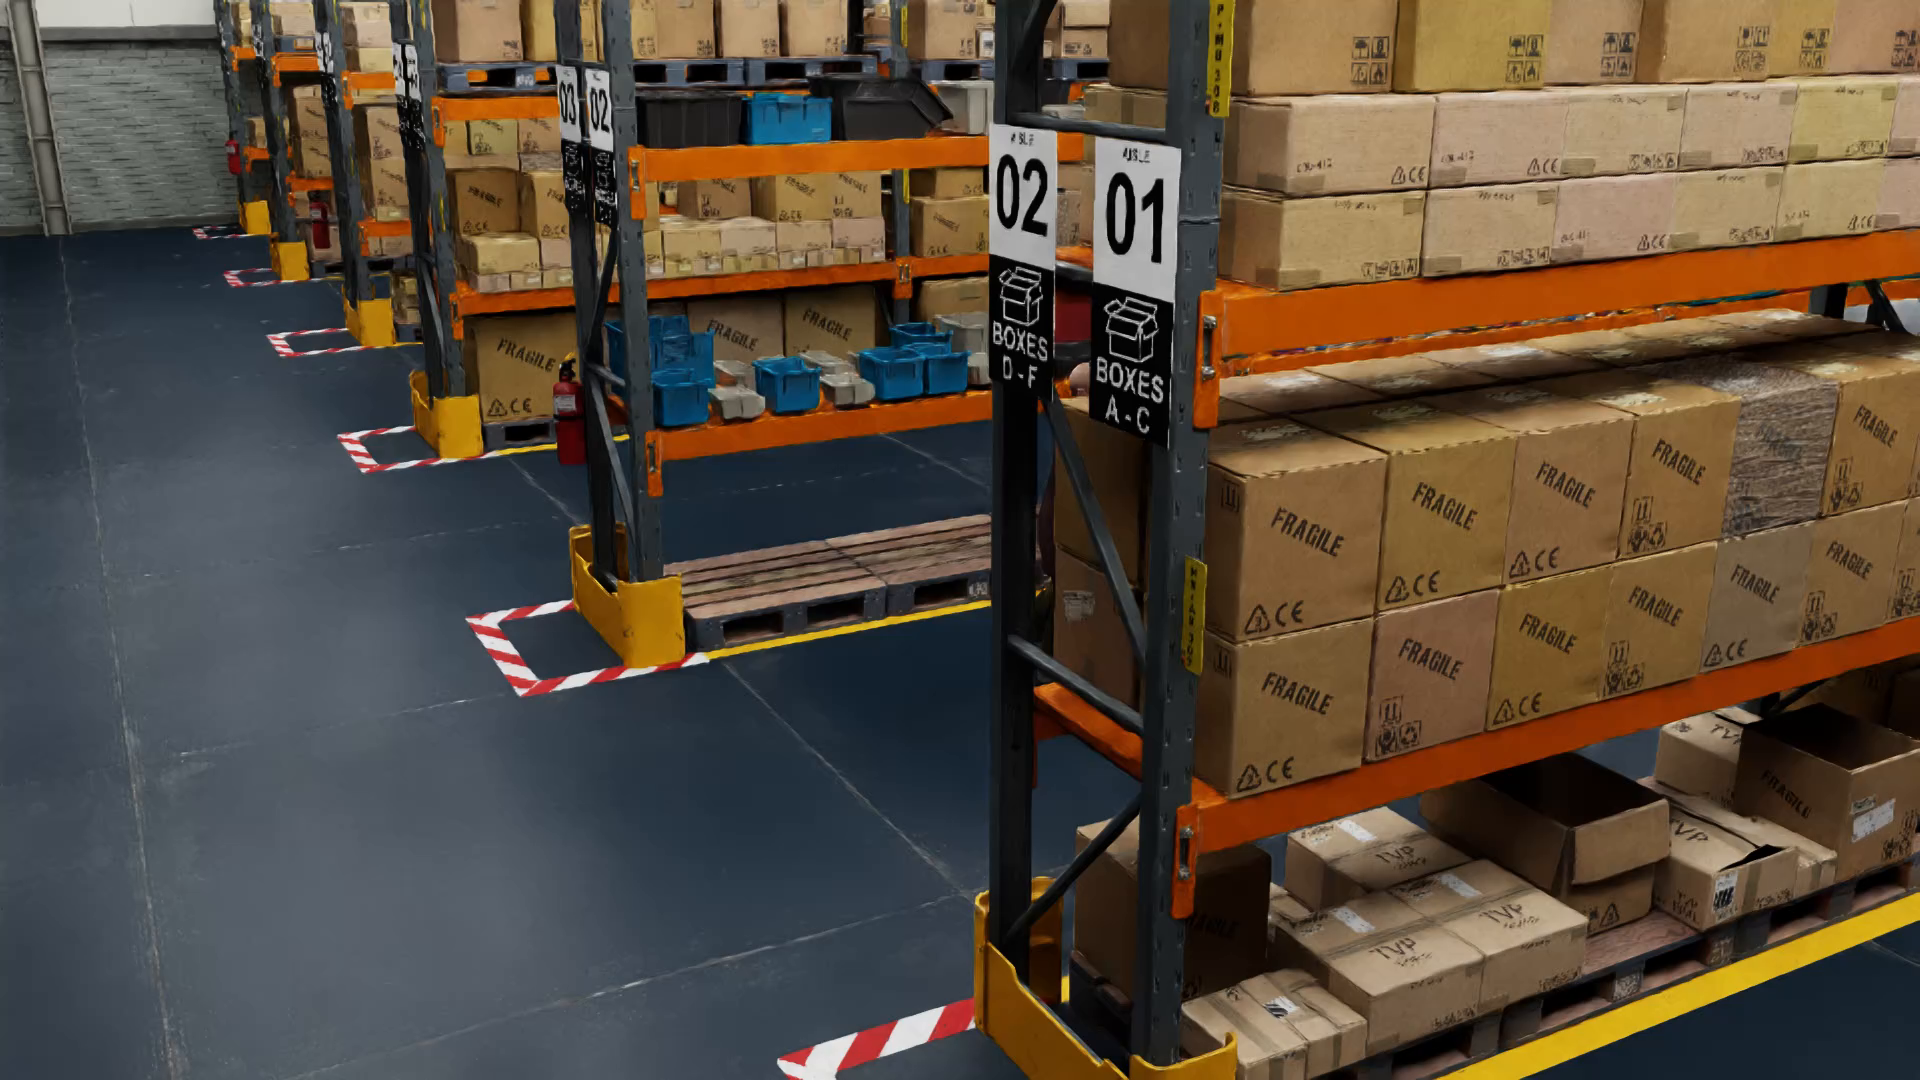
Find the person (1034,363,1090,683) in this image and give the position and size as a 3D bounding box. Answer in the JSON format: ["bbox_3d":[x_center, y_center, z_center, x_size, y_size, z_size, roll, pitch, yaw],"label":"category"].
[{"bbox_3d":[0.506,-0.070,8.710,0.576,1.769,0.648,2,18,6],"label":"person"}]
